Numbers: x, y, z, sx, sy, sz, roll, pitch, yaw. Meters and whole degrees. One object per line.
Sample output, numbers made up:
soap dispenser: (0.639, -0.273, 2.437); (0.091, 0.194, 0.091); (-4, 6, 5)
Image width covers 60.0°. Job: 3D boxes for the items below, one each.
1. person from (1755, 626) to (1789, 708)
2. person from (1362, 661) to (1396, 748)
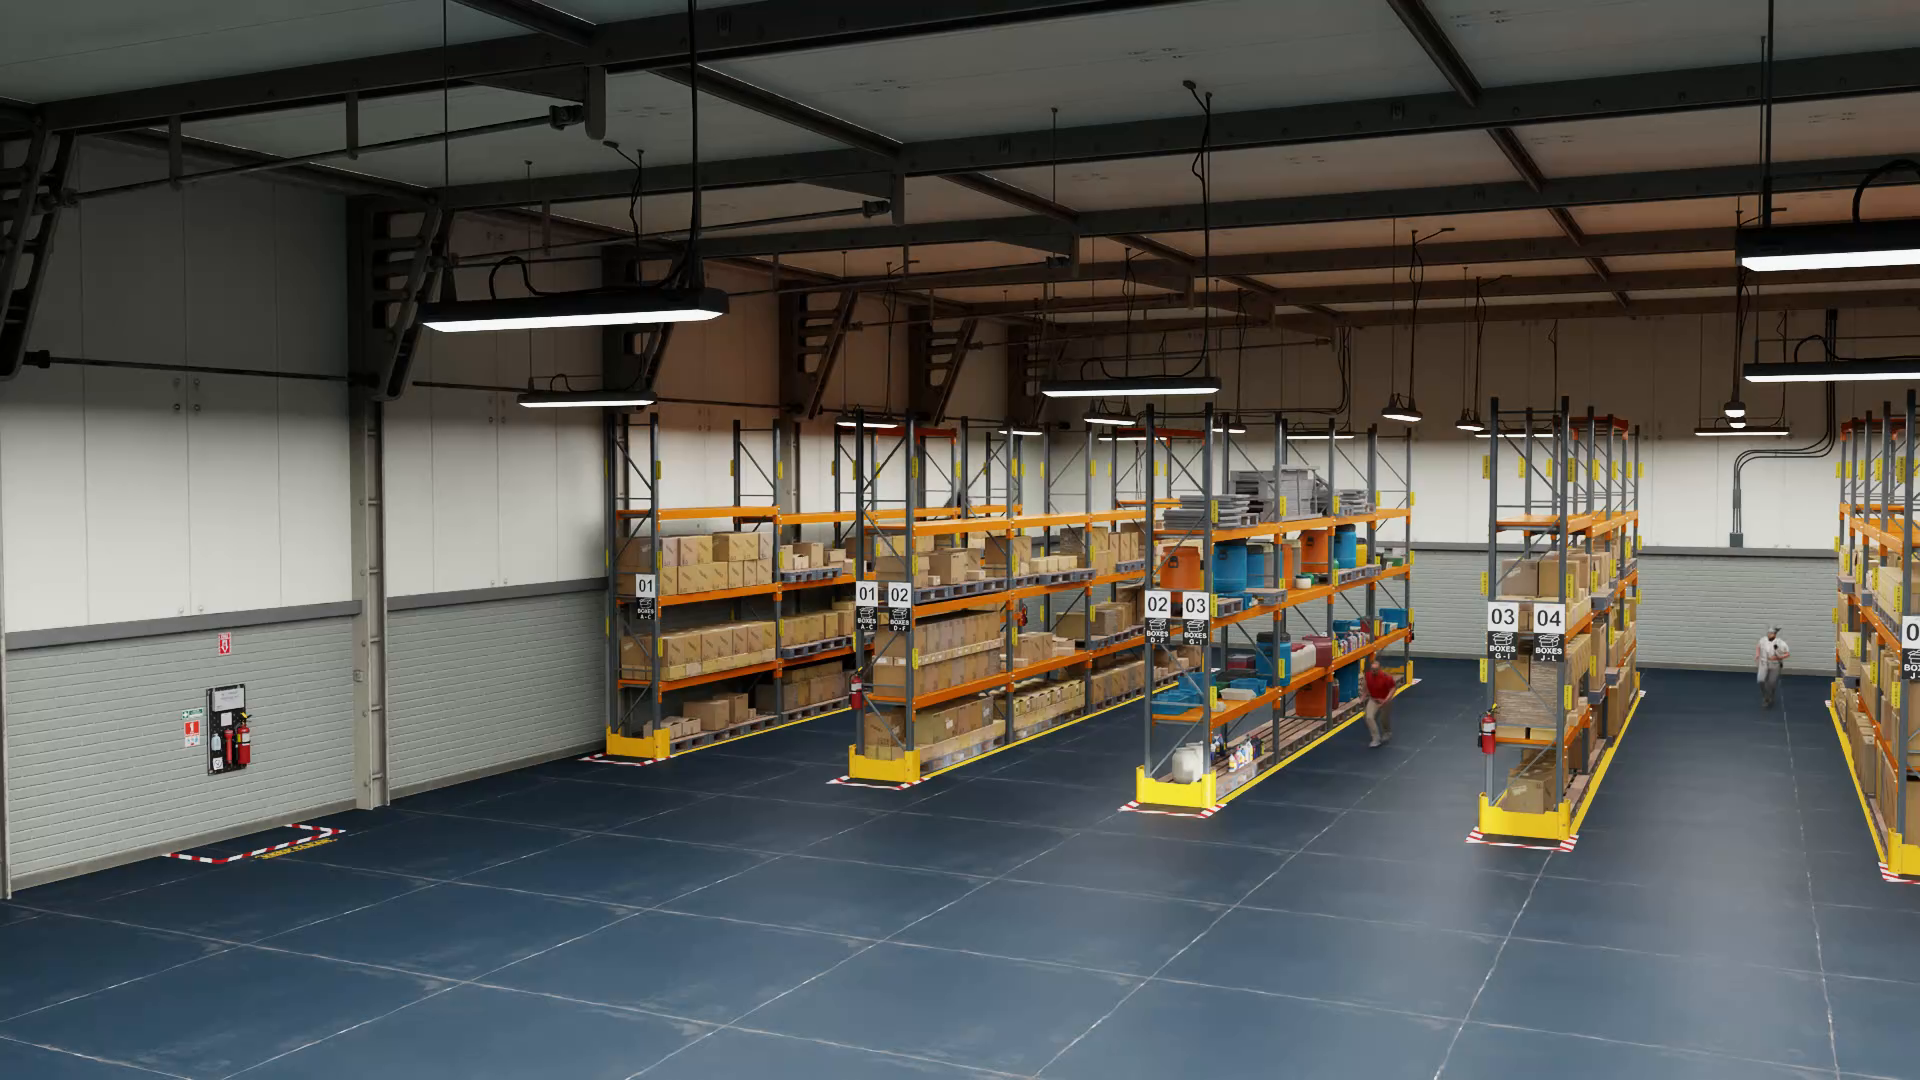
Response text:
person: (17.181, 2.687, 35.169); (0.678, 1.786, 0.764); (2, 3, 41)
person: (7.659, 2.935, 30.191); (0.677, 1.572, 1.070); (2, 3, 33)
